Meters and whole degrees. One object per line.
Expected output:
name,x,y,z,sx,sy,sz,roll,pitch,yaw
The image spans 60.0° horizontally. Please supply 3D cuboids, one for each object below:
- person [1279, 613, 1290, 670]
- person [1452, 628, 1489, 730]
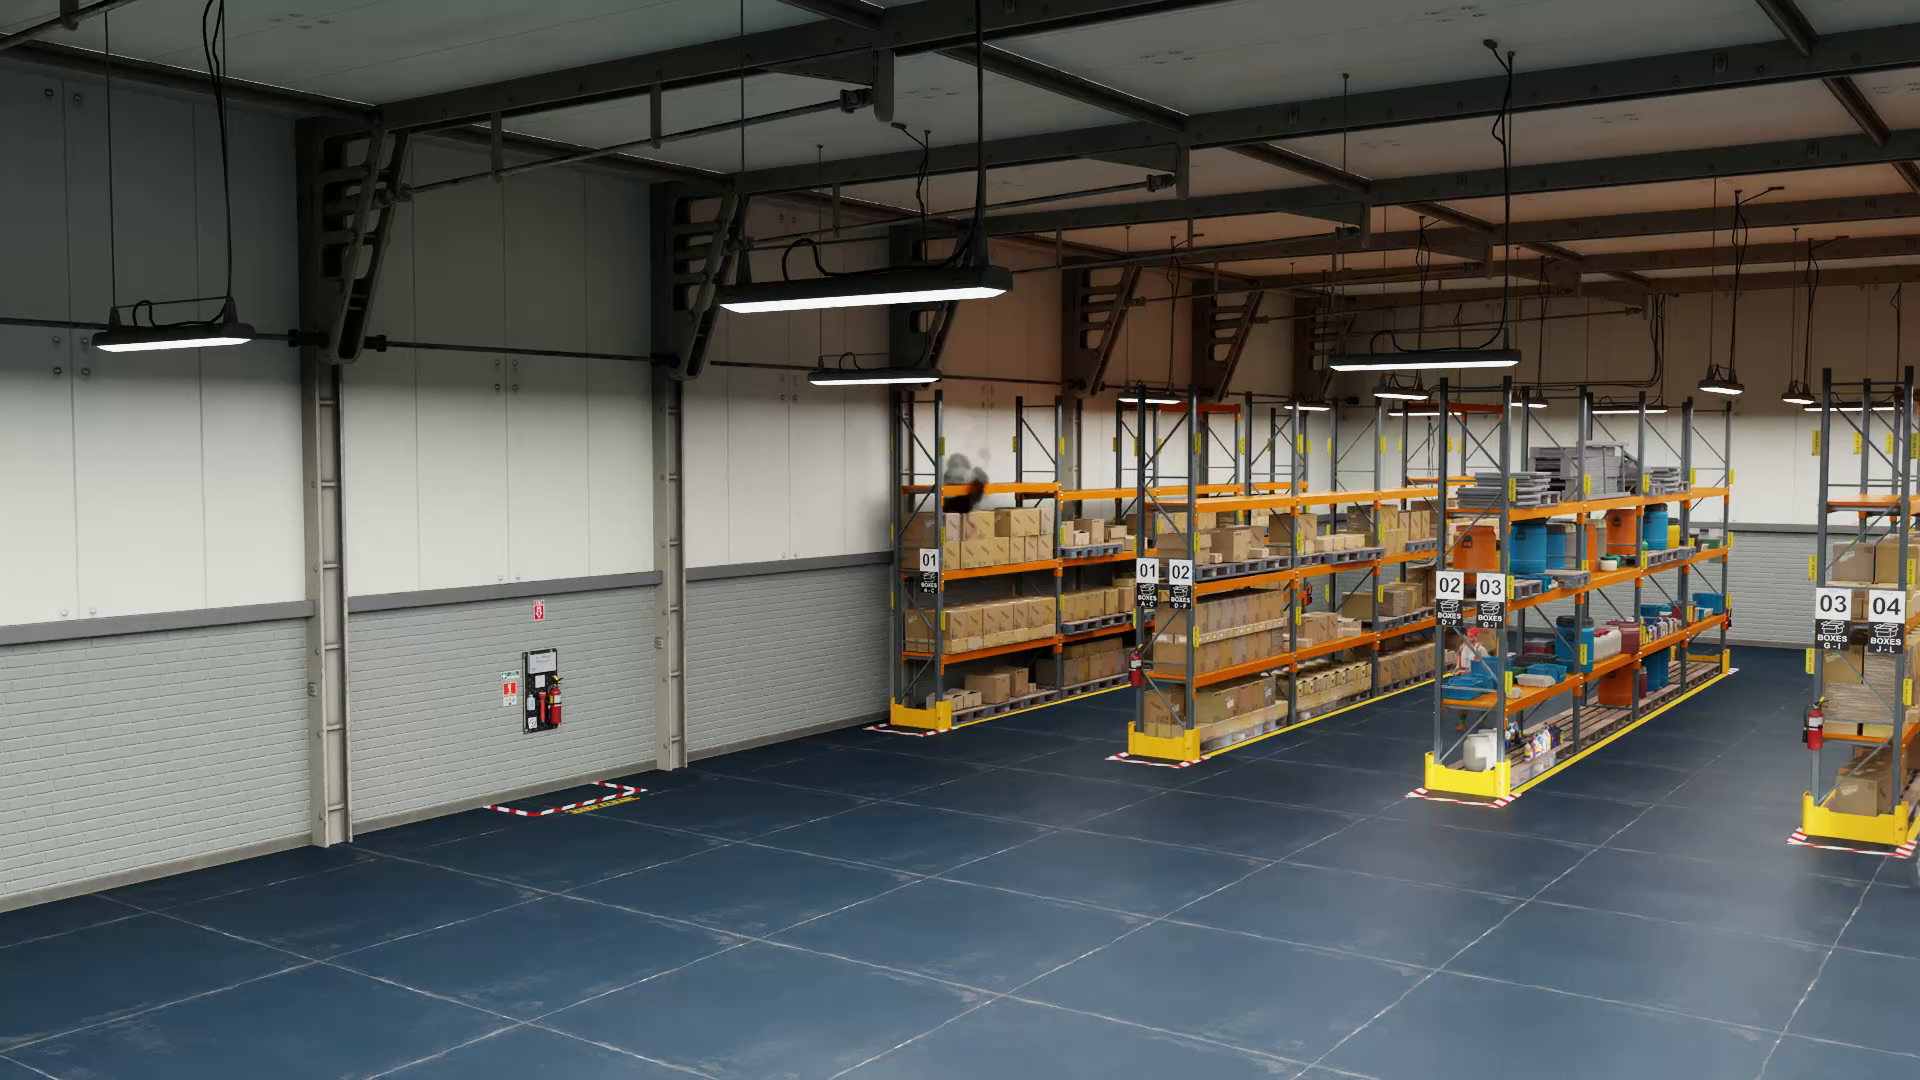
person,6.768,2.282,34.292,0.522,1.556,0.592,2,4,31
person,9.021,2.439,29.361,0.678,1.770,0.975,3,4,39
